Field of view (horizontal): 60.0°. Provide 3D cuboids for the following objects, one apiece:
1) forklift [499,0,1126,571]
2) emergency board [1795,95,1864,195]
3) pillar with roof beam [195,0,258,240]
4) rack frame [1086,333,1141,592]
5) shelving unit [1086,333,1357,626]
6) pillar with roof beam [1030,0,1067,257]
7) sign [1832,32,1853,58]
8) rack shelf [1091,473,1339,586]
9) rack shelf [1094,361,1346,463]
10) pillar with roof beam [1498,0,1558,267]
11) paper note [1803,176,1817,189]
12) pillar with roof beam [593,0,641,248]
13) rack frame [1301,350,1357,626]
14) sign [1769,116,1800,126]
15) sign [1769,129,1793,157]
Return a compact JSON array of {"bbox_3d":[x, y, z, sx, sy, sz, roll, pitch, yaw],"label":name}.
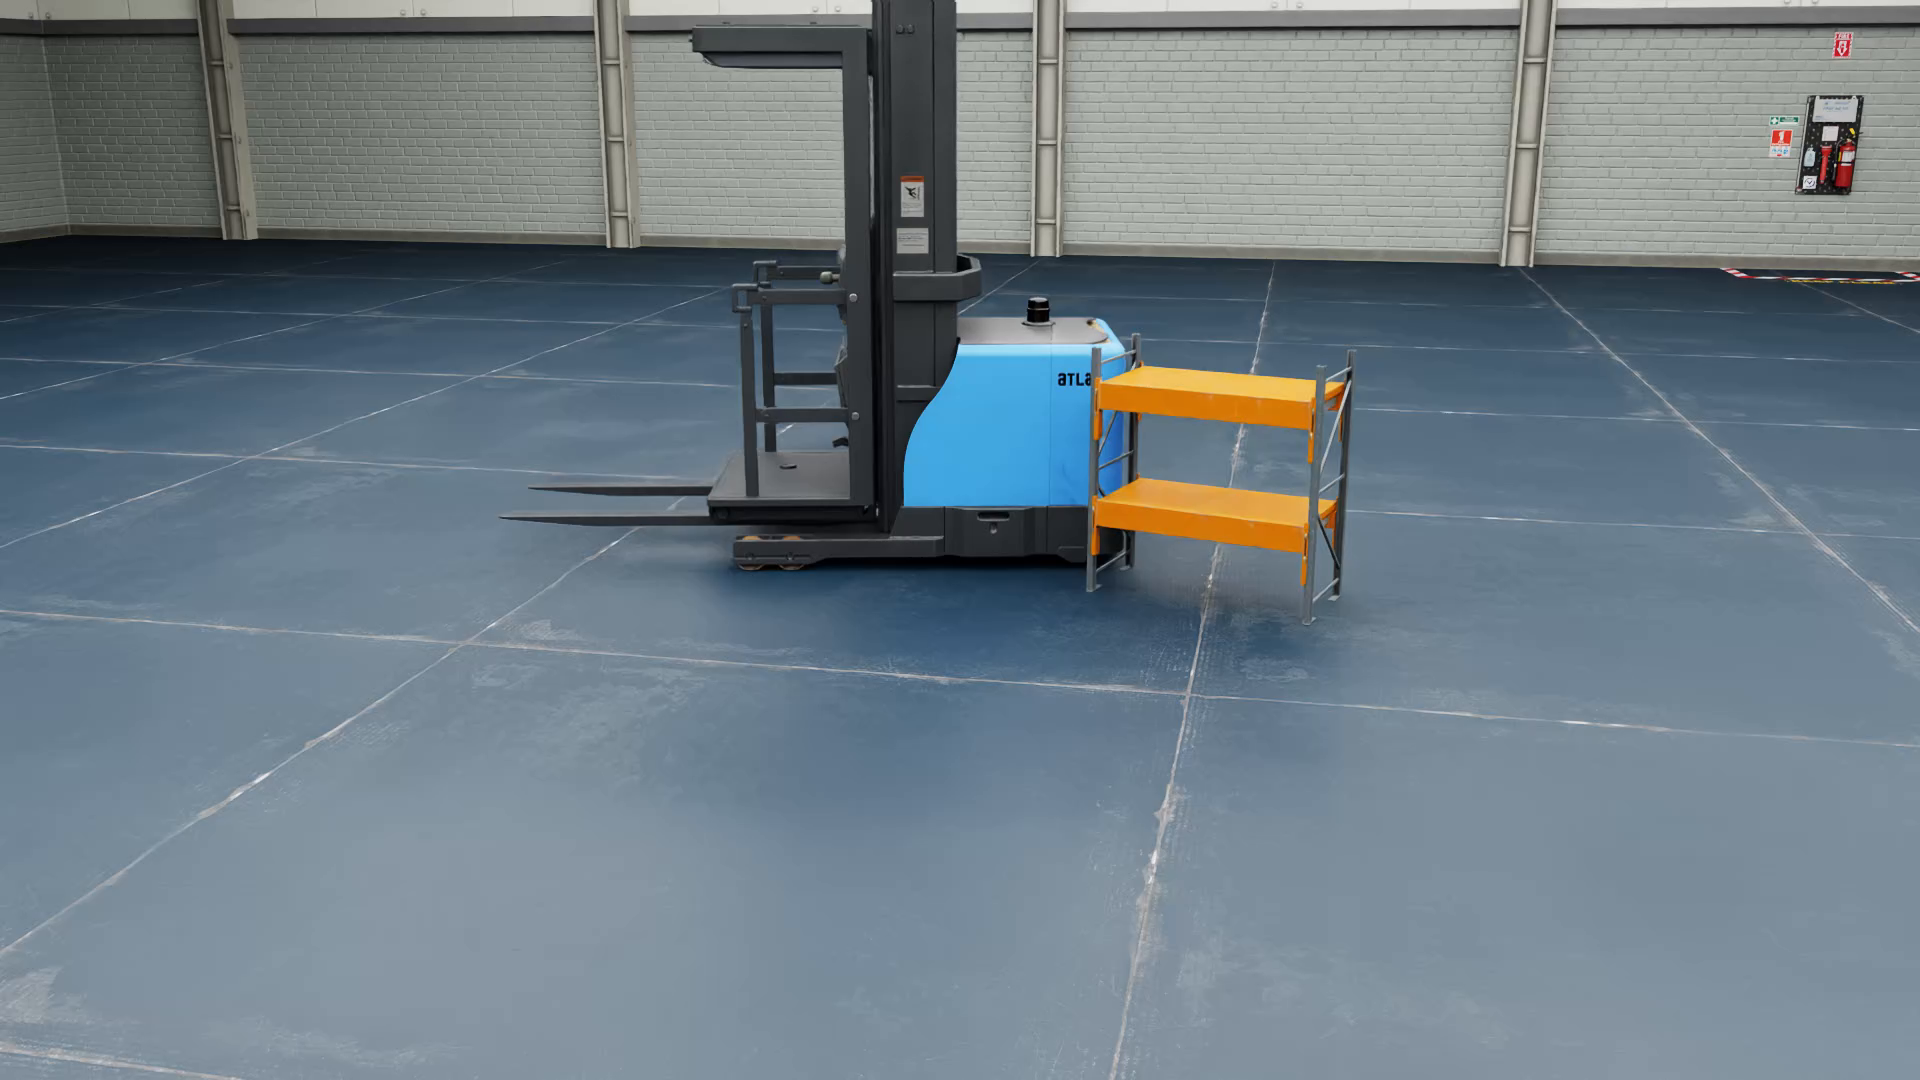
[{"bbox_3d":[-0.732,-1.407,8.079,3.031,2.935,1.130,0,15,-1],"label":"forklift"},{"bbox_3d":[10.503,-4.750,20.022,0.643,1.169,0.194,3,16,11],"label":"emergency board"},{"bbox_3d":[-11.459,-7.651,19.254,0.400,9.000,9.100,3,16,11],"label":"pillar with roof beam"},{"bbox_3d":[0.712,-0.362,7.693,0.032,1.125,0.500,8,17,27],"label":"rack frame"},{"bbox_3d":[1.159,-0.298,7.460,1.048,1.125,0.538,8,17,27],"label":"shelving unit"},{"bbox_3d":[0.300,-7.012,16.949,0.400,9.000,9.100,3,16,11],"label":"pillar with roof beam"},{"bbox_3d":[10.515,-5.894,19.808,0.199,0.298,0.001,3,16,11],"label":"sign"},{"bbox_3d":[1.159,-0.062,7.525,1.000,0.278,0.538,8,17,27],"label":"rack shelf"},{"bbox_3d":[1.159,-0.580,7.381,1.000,0.278,0.538,8,17,27],"label":"rack shelf"},{"bbox_3d":[6.180,-6.693,15.797,0.400,9.000,9.100,3,16,11],"label":"pillar with roof beam"},{"bbox_3d":[10.343,-4.353,20.239,0.142,0.148,0.016,3,16,11],"label":"paper note"},{"bbox_3d":[-5.580,-7.331,18.102,0.400,9.000,9.100,3,16,11],"label":"pillar with roof beam"},{"bbox_3d":[1.606,-0.233,7.226,0.032,1.125,0.500,8,17,27],"label":"rack frame"},{"bbox_3d":[9.985,-5.077,20.141,0.331,0.109,0.001,3,16,11],"label":"sign"},{"bbox_3d":[9.982,-4.824,20.221,0.234,0.329,0.001,3,16,11],"label":"sign"}]
